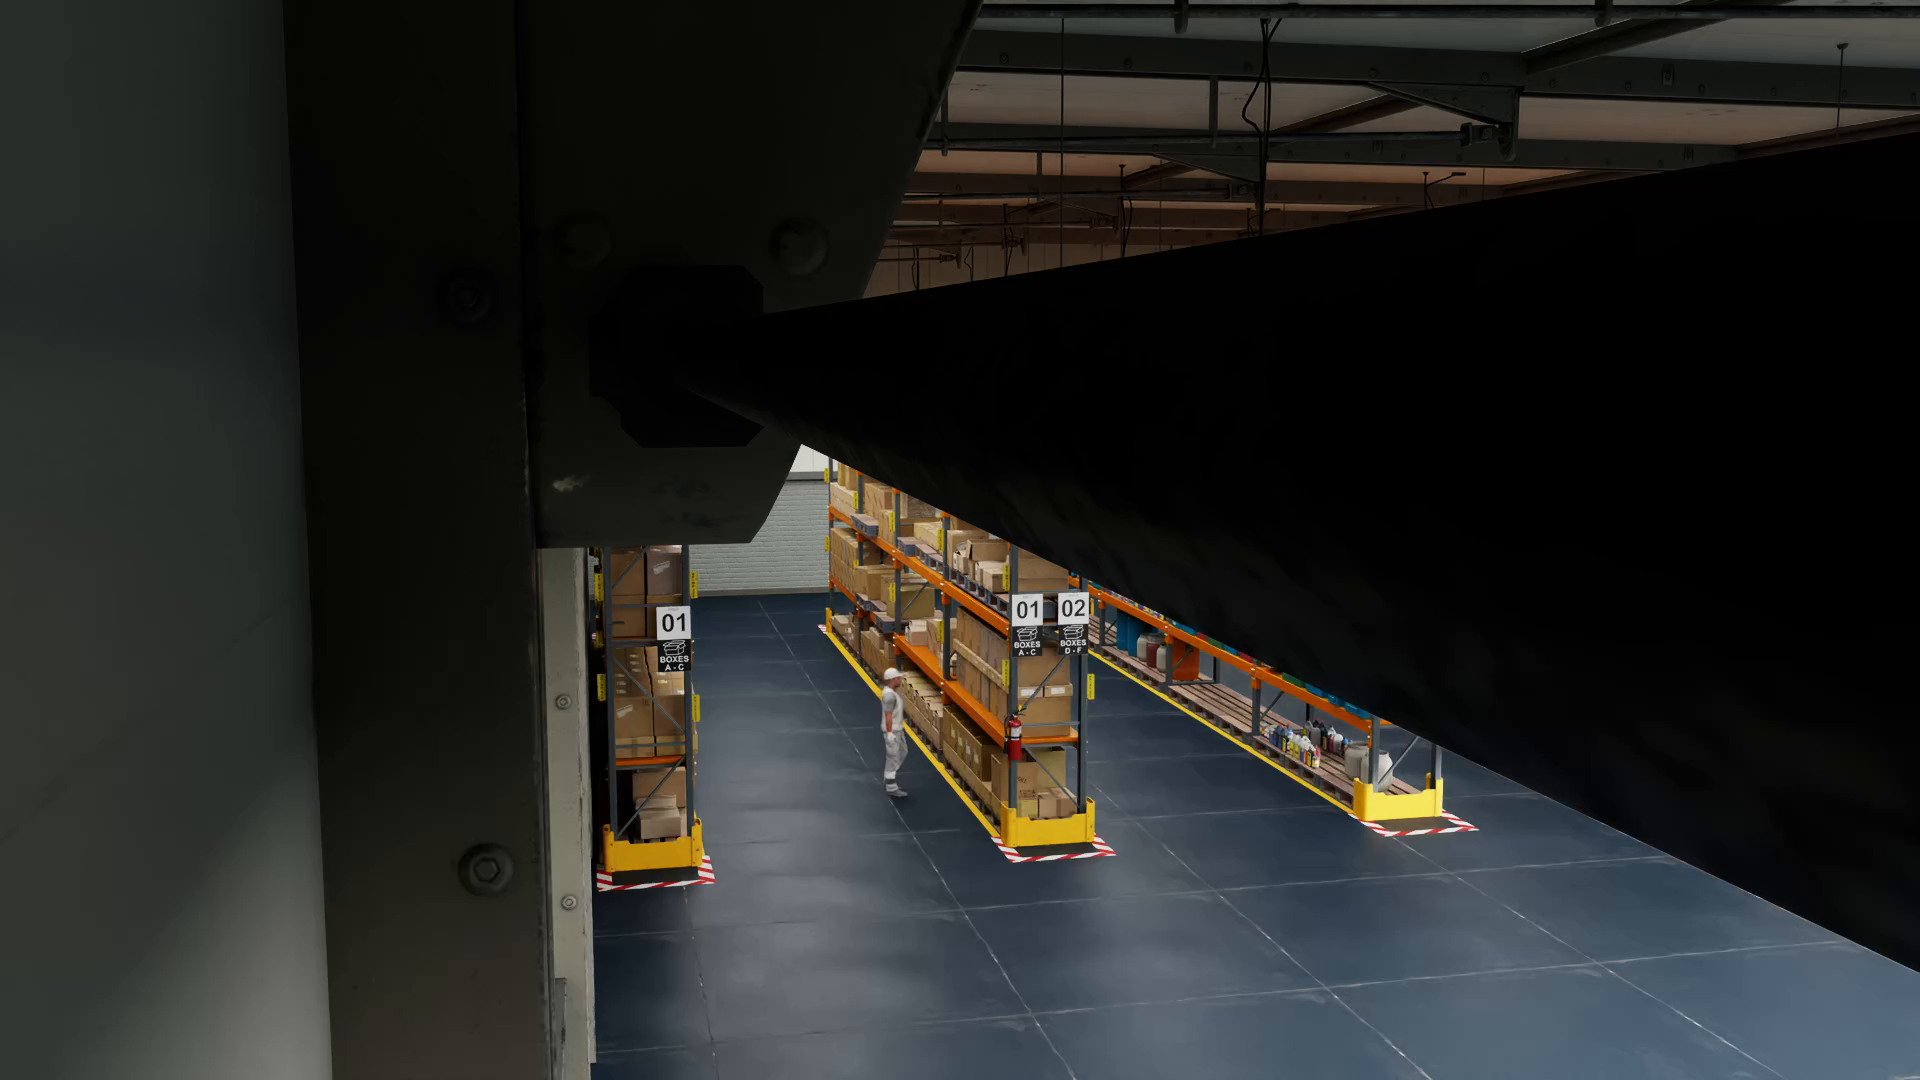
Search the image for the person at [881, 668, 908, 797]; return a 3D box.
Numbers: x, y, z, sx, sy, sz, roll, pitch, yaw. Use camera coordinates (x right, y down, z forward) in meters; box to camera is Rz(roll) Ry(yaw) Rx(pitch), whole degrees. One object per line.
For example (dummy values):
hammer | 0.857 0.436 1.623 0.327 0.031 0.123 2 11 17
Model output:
person | -0.919 2.695 23.304 0.378 1.808 0.602 0 7 2
